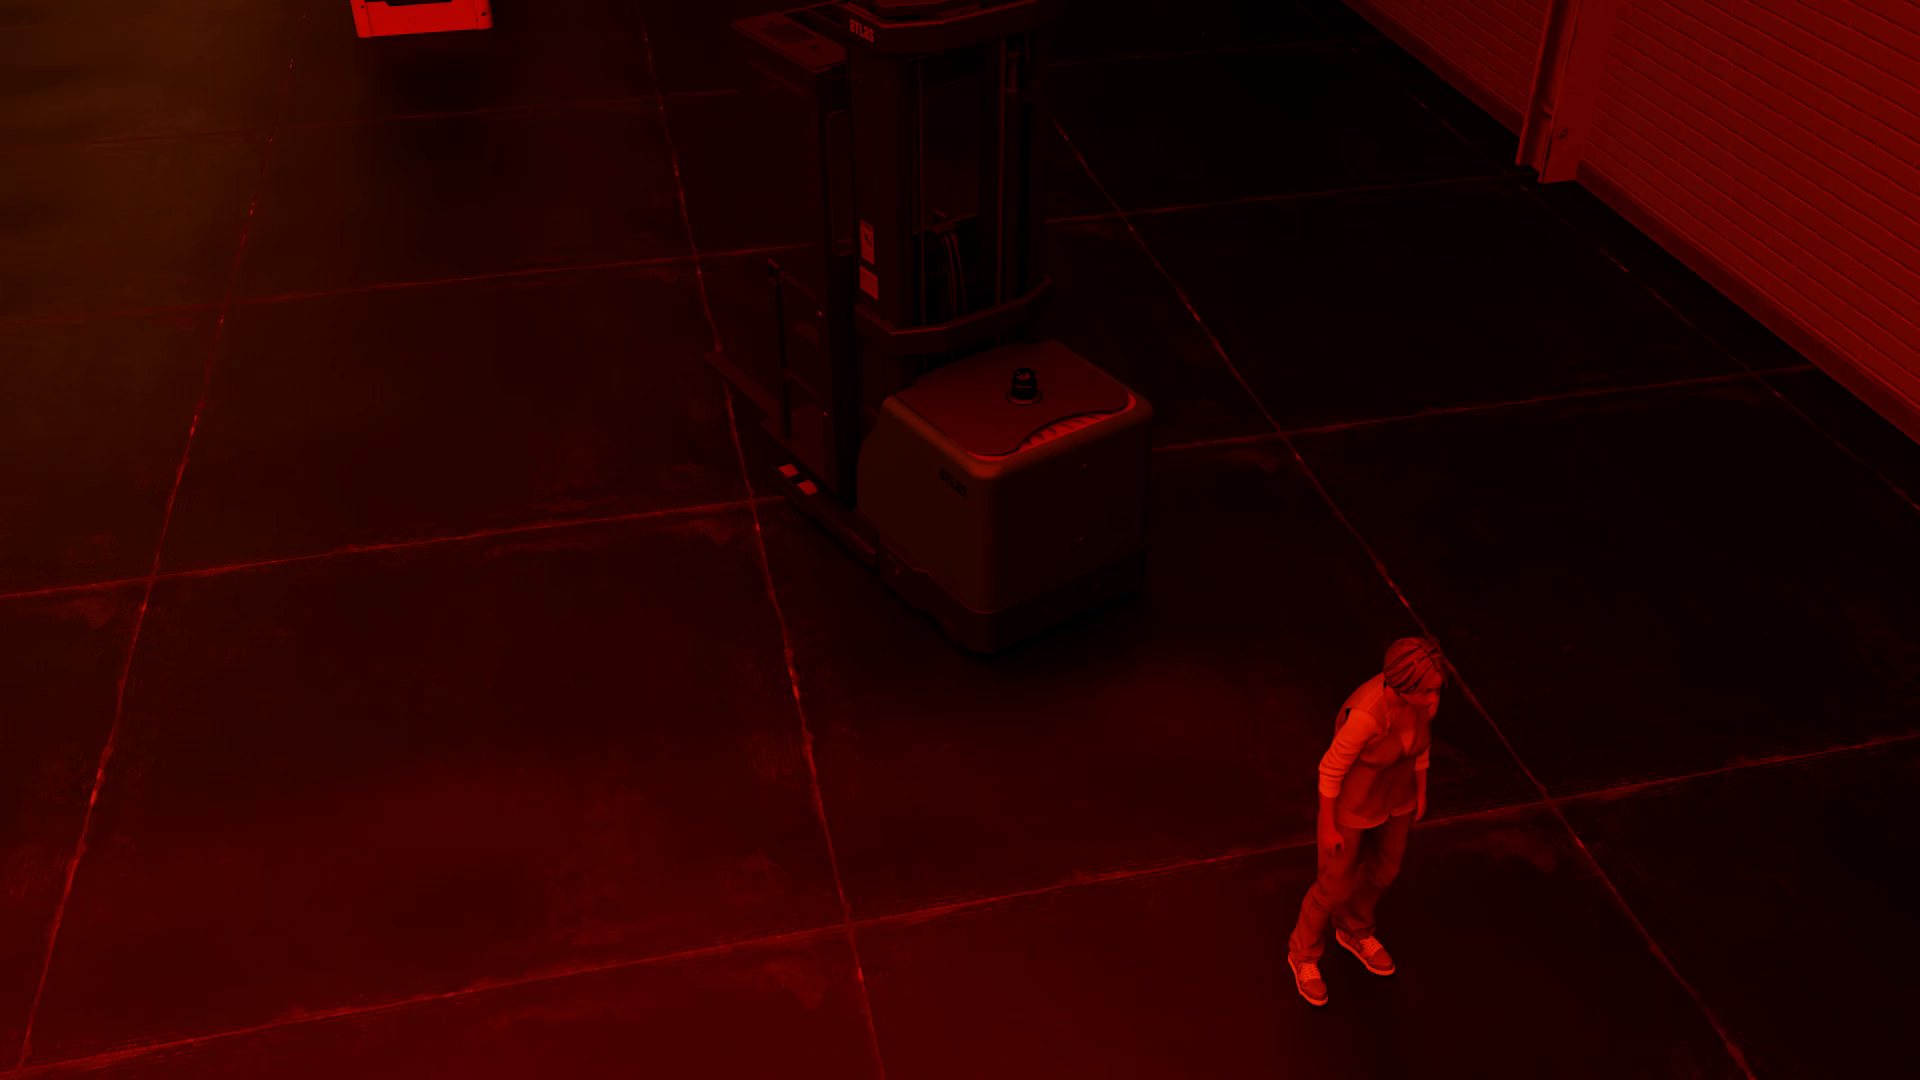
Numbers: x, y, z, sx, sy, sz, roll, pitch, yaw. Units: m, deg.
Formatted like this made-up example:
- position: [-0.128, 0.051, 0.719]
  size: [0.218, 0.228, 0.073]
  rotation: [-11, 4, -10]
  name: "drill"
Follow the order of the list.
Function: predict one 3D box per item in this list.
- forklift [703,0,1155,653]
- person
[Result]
- position: [-0.350, -1.480, 8.107]
  size: [1.130, 2.935, 3.031]
  rotation: [-22, 41, -28]
  name: "forklift"
- position: [1.447, 0.954, 5.872]
  size: [0.475, 1.592, 0.348]
  rotation: [-17, 39, -22]
  name: "person"
